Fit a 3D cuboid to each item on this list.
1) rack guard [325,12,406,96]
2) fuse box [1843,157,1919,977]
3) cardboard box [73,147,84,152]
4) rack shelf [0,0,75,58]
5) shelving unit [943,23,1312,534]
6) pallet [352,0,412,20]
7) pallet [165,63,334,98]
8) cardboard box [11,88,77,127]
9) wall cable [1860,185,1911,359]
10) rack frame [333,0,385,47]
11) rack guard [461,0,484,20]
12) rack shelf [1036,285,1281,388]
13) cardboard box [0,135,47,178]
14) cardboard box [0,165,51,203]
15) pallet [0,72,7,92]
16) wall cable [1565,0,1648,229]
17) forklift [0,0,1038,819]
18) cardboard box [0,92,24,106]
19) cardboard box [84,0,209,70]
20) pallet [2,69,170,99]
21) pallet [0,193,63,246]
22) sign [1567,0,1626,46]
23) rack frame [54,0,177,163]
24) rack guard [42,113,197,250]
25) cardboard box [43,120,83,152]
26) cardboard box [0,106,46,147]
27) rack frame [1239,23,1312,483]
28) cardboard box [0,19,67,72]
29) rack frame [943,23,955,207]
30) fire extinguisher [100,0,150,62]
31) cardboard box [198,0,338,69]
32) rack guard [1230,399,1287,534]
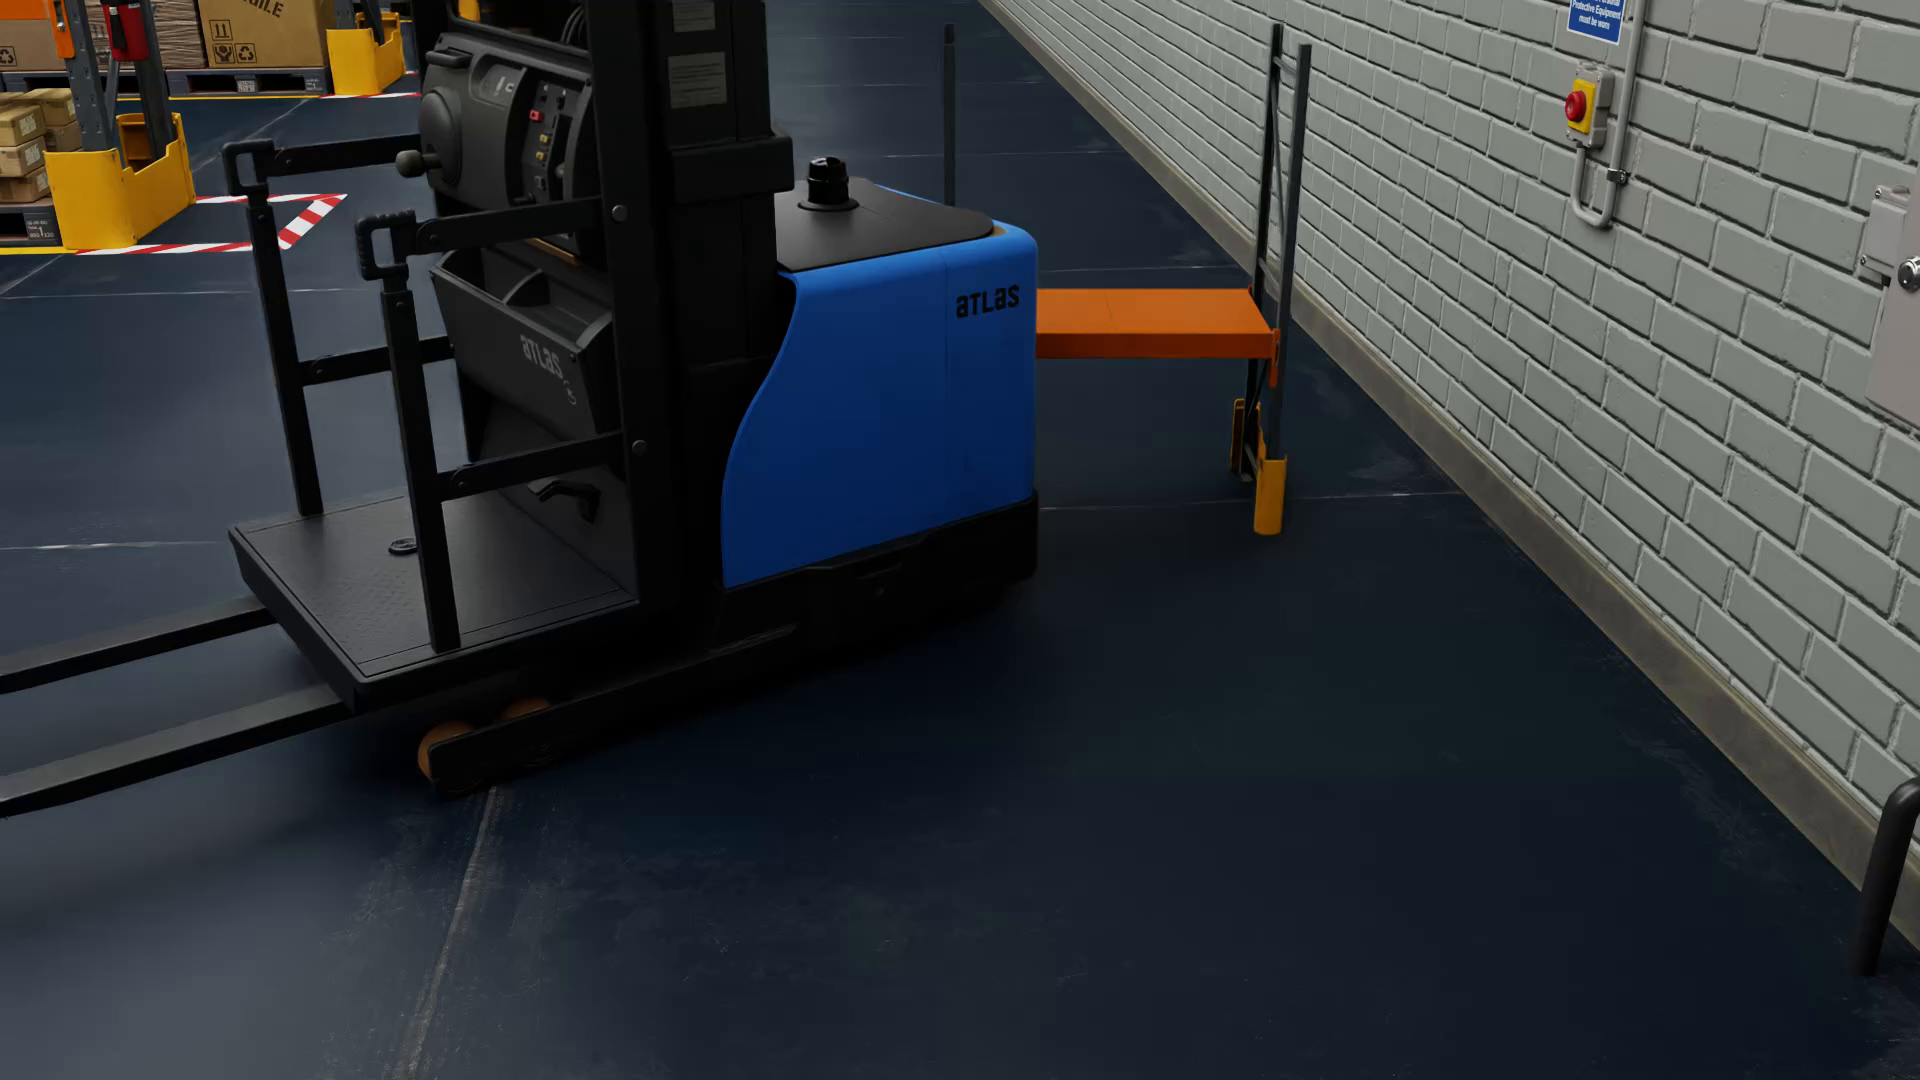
[{"bbox_3d":[-4.848,-3.988,13.607,0.348,0.500,1.175,-2,24,-5],"label":"rack guard"},{"bbox_3d":[1.772,0.085,2.952,0.414,1.711,0.539,-2,24,-5],"label":"fuse box"},{"bbox_3d":[-5.038,-2.118,9.316,0.250,0.149,0.380,-2,24,-4],"label":"cardboard box"},{"bbox_3d":[-6.475,-2.712,8.544,4.000,0.370,1.077,-2,24,-5],"label":"rack shelf"},{"bbox_3d":[0.486,-0.823,5.254,1.083,1.500,0.587,0,24,0],"label":"shelving unit"},{"bbox_3d":[-6.183,-5.840,18.129,1.213,0.211,1.003,-2,24,-5],"label":"pallet"},{"bbox_3d":[-5.660,-3.792,13.521,1.213,0.211,1.003,-2,24,-5],"label":"pallet"},{"bbox_3d":[-5.040,-2.398,9.213,0.250,0.149,0.380,-3,24,-8],"label":"cardboard box"},{"bbox_3d":[1.862,-1.250,3.118,0.122,1.984,0.588,-2,24,-5],"label":"wall cable"},{"bbox_3d":[-4.872,-5.130,13.098,0.127,3.000,1.000,-2,24,-5],"label":"rack frame"},{"bbox_3d":[-5.336,-5.995,18.123,0.348,0.500,1.175,-2,24,-5],"label":"rack guard"},{"bbox_3d":[0.477,-0.658,5.328,1.000,0.185,0.538,0,24,0],"label":"rack shelf"},{"bbox_3d":[-4.982,-2.009,8.704,0.250,0.149,0.380,-3,24,-7],"label":"cardboard box"},{"bbox_3d":[-4.988,-1.905,8.835,0.250,0.149,0.380,-2,24,-4],"label":"cardboard box"},{"bbox_3d":[-8.088,-3.694,13.302,1.213,0.211,1.003,-2,24,-5],"label":"pallet"},{"bbox_3d":[1.711,-1.837,4.401,0.123,1.953,0.585,-2,24,-5],"label":"wall cable"},{"bbox_3d":[-1.259,-0.987,3.863,3.031,2.935,1.130,-17,29,-33],"label":"forklift"},{"bbox_3d":[-5.302,-2.339,9.079,0.250,0.149,0.380,-2,24,-4],"label":"cardboard box"},{"bbox_3d":[-6.407,-4.256,13.232,0.875,0.875,0.875,-2,24,-5],"label":"cardboard box"},{"bbox_3d":[-6.871,-3.744,13.414,1.213,0.211,1.003,-2,24,-5],"label":"pallet"},{"bbox_3d":[-5.373,-1.825,9.097,1.213,0.211,1.003,-2,24,-5],"label":"pallet"},{"bbox_3d":[1.767,-1.504,4.608,0.001,0.218,0.327,-2,24,-5],"label":"sign"},{"bbox_3d":[-4.485,-3.121,8.578,0.127,3.000,1.000,-2,24,-5],"label":"rack frame"},{"bbox_3d":[-4.561,-1.975,9.079,0.348,0.500,1.175,-2,24,-5],"label":"rack guard"},{"bbox_3d":[-5.032,-2.229,9.198,0.250,0.149,0.380,-1,24,-3],"label":"cardboard box"},{"bbox_3d":[-4.987,-2.158,8.673,0.250,0.149,0.380,-2,24,-5],"label":"cardboard box"},{"bbox_3d":[0.985,-0.823,5.254,0.032,1.500,0.500,0,24,0],"label":"rack frame"},{"bbox_3d":[-7.292,-4.221,13.152,0.875,0.875,0.875,-2,24,-5],"label":"cardboard box"},{"bbox_3d":[-0.031,-0.823,5.255,0.032,1.500,0.500,0,24,0],"label":"rack frame"},{"bbox_3d":[-4.189,-2.738,8.272,0.183,0.674,0.296,-2,24,-5],"label":"fire extinguisher"},{"bbox_3d":[-5.501,-4.293,13.314,0.875,0.875,0.875,-2,24,-5],"label":"cardboard box"},{"bbox_3d":[0.984,-0.252,5.508,0.087,0.250,0.587,0,24,0],"label":"rack guard"}]
